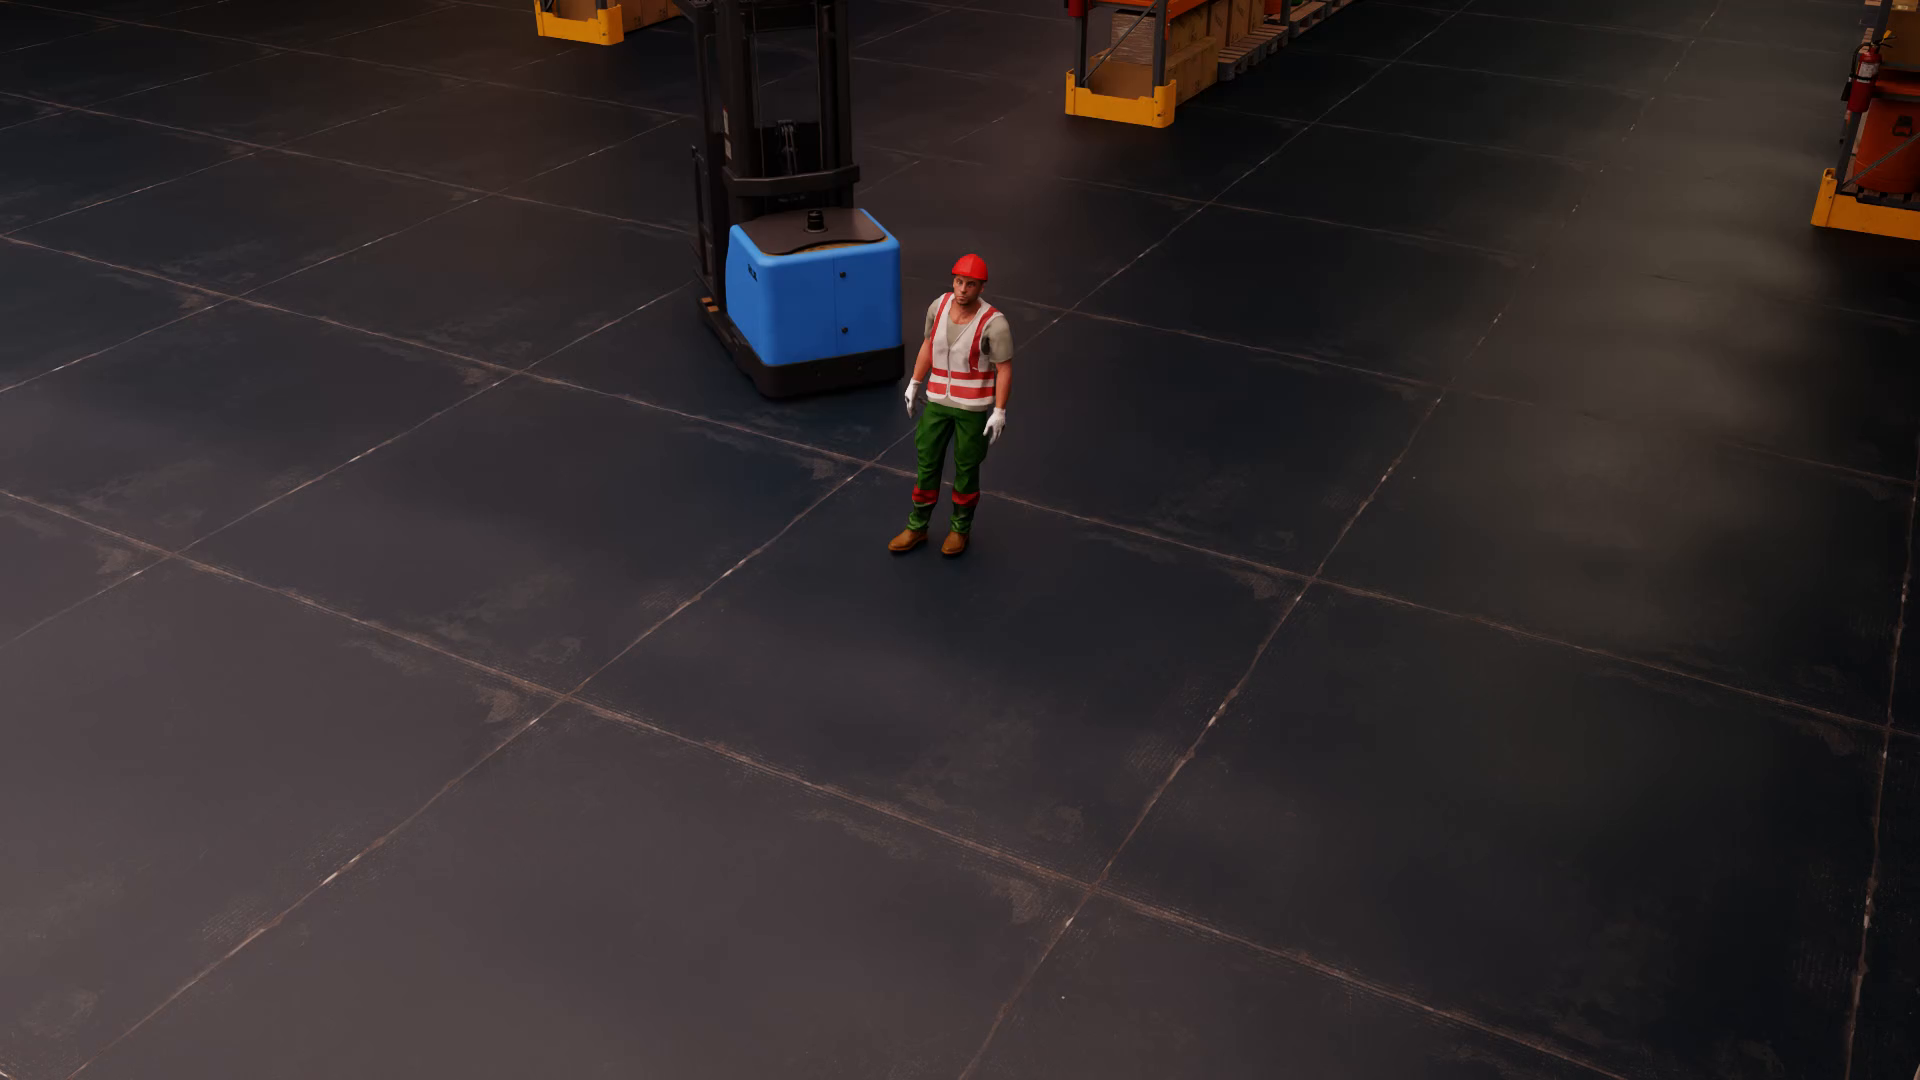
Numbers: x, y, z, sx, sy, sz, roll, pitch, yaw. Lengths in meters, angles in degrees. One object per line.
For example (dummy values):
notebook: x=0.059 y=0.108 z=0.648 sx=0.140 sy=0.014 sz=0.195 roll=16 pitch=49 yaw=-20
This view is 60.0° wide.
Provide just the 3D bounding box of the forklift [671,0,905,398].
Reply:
forklift: x=-1.413 y=-2.981 z=12.235 sx=1.130 sy=2.935 sz=3.031 roll=-11 pitch=32 yaw=-19

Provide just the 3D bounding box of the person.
person: x=-0.049 y=-0.749 z=9.497 sx=0.638 sy=1.787 sz=0.564 roll=15 pitch=33 yaw=25
